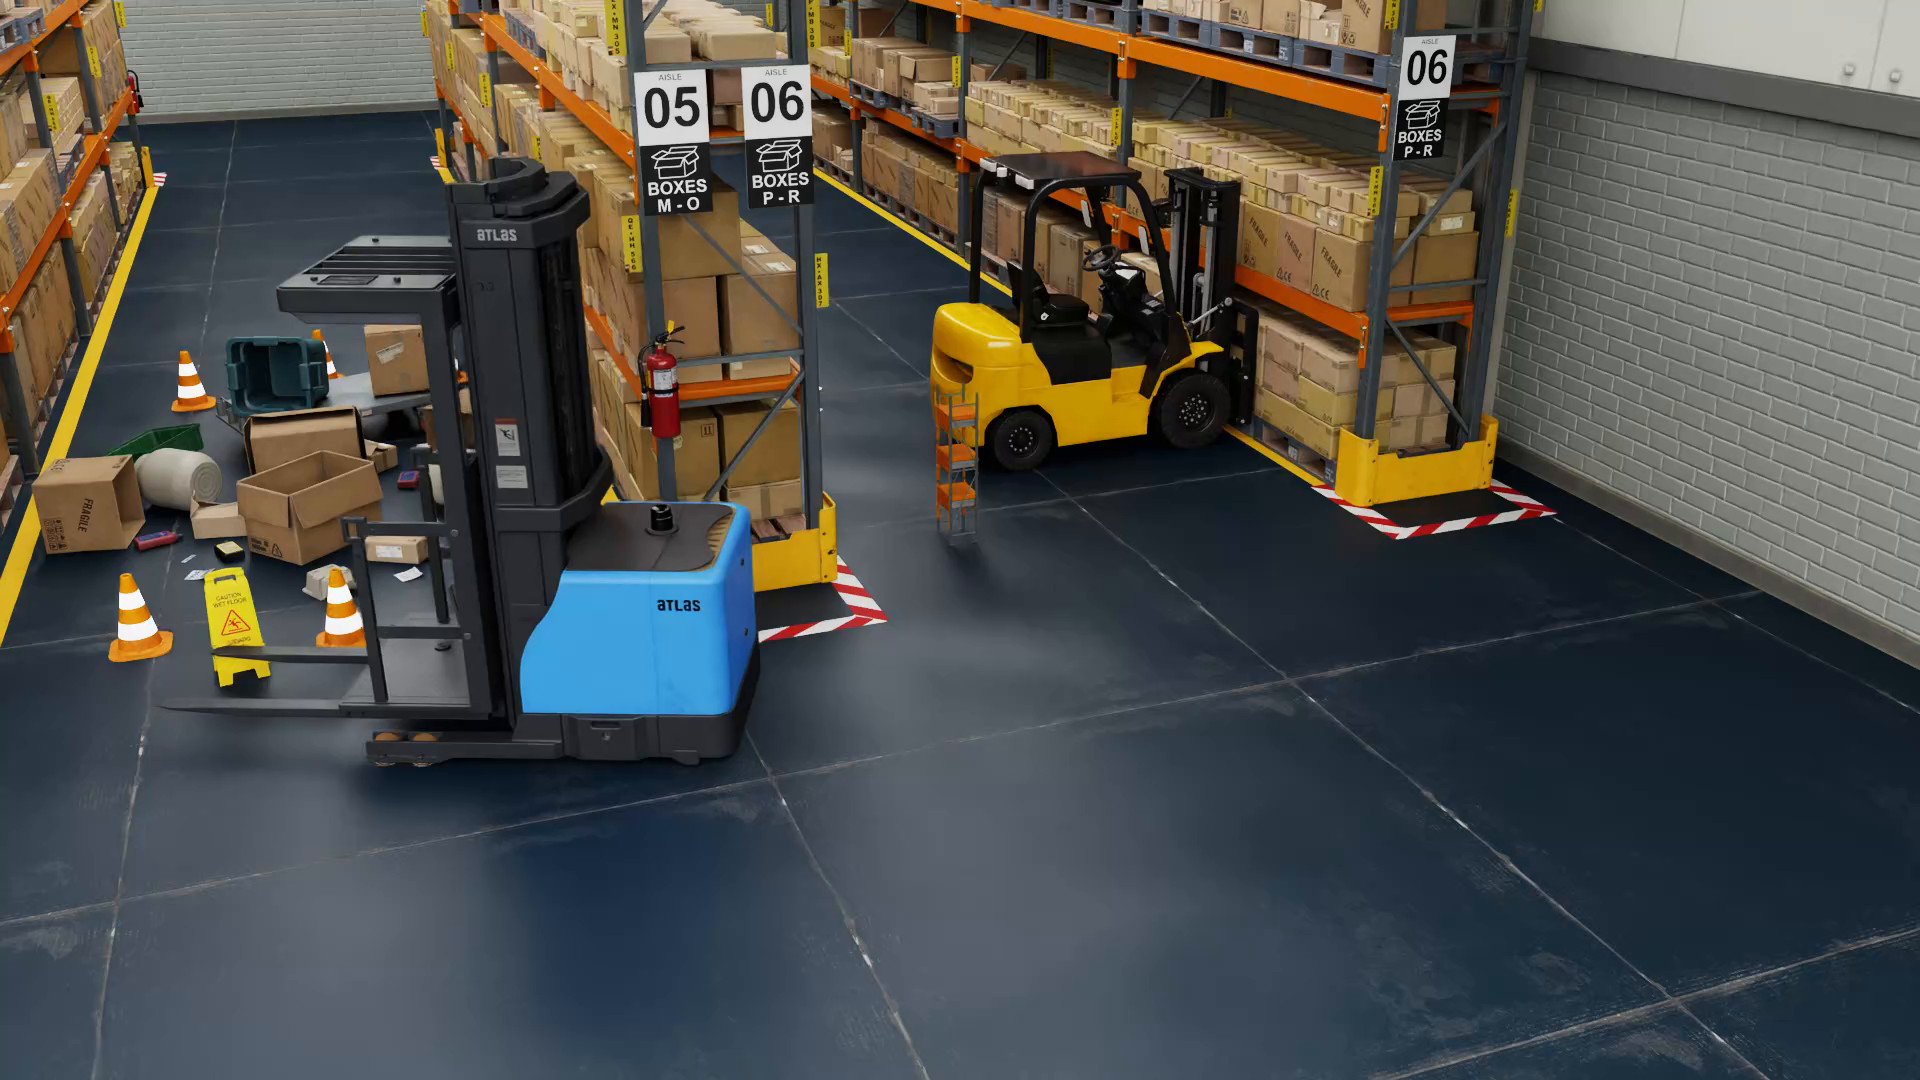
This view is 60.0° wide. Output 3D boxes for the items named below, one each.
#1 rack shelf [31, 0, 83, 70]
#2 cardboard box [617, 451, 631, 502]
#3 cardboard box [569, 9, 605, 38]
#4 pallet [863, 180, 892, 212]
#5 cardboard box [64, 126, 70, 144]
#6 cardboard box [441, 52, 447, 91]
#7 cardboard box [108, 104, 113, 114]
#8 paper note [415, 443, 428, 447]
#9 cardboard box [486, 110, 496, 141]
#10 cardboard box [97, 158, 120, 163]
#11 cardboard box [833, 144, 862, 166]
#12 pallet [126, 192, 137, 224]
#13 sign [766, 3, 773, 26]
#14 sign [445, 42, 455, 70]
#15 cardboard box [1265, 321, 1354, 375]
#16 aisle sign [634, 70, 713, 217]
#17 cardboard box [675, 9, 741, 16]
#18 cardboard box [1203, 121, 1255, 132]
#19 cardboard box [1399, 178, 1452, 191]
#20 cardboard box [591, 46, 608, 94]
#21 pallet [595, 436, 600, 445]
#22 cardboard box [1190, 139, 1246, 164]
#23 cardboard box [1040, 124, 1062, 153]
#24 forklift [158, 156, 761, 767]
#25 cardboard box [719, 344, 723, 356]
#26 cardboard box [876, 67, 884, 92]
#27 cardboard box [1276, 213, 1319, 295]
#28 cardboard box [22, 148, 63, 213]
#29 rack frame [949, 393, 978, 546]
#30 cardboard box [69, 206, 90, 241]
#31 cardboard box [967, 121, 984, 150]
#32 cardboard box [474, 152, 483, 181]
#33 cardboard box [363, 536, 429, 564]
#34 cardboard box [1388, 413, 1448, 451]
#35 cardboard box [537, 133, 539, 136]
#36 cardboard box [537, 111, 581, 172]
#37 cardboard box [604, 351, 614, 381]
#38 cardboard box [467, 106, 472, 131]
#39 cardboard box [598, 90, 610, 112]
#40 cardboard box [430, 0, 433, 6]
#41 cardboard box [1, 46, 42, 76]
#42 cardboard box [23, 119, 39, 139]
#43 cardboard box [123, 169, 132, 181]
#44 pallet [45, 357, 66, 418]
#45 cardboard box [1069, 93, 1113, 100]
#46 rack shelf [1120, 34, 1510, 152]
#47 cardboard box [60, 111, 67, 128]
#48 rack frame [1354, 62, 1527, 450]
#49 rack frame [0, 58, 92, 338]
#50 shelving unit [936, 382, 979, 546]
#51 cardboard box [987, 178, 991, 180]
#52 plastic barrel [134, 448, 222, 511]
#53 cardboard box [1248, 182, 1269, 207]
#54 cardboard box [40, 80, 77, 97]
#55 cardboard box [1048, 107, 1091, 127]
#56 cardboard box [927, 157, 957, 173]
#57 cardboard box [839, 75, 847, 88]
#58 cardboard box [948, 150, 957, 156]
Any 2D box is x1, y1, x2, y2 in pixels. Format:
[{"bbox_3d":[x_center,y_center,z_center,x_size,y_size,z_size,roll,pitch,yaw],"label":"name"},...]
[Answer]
[{"bbox_3d":[-9.475,-5.048,16.430,1.077,0.370,4.000,-8,24,-19],"label":"rack shelf"},{"bbox_3d":[-2.060,-0.453,11.461,0.500,0.250,0.500,-8,24,-19],"label":"cardboard box"},{"bbox_3d":[-2.316,-3.349,10.768,0.380,0.149,0.250,-8,24,-18],"label":"cardboard box"},{"bbox_3d":[-0.621,-4.547,21.767,1.003,0.211,1.213,-8,24,-19],"label":"pallet"},{"bbox_3d":[-9.298,-4.115,16.934,0.380,0.149,0.250,-9,25,-21],"label":"cardboard box"},{"bbox_3d":[-6.538,-6.179,21.919,0.500,0.500,0.500,-8,24,-17],"label":"cardboard box"},{"bbox_3d":[-10.486,-5.228,20.116,0.380,0.149,0.250,-7,24,-17],"label":"cardboard box"},{"bbox_3d":[-4.169,-0.739,12.963,0.148,0.019,0.142,-8,24,-19],"label":"paper note"},{"bbox_3d":[-4.582,-4.289,17.114,0.500,0.250,0.500,-8,24,-19],"label":"cardboard box"},{"bbox_3d":[-10.756,-4.694,20.890,0.380,0.149,0.250,-9,25,-21],"label":"cardboard box"},{"bbox_3d":[-1.542,-5.348,23.056,0.396,0.266,0.258,-7,24,-17],"label":"cardboard box"},{"bbox_3d":[-10.886,-4.122,20.759,1.003,0.211,1.213,-8,24,-19],"label":"pallet"},{"bbox_3d":[-2.864,-7.900,25.018,0.100,0.325,0.005,-8,24,-19],"label":"sign"},{"bbox_3d":[-6.105,-5.799,19.930,0.100,0.325,0.005,-8,24,-19],"label":"sign"},{"bbox_3d":[2.655,-1.459,12.561,0.500,0.250,0.500,-8,24,-18],"label":"cardboard box"},{"bbox_3d":[-1.596,-2.216,9.297,0.394,0.787,0.004,-8,24,-19],"label":"aisle sign"},{"bbox_3d":[-1.628,-3.344,10.757,0.380,0.149,0.250,-8,24,-18],"label":"cardboard box"},{"bbox_3d":[2.328,-3.526,14.408,0.380,0.149,0.250,-9,24,-20],"label":"cardboard box"},{"bbox_3d":[3.341,-2.501,11.975,0.380,0.149,0.250,-7,24,-17],"label":"cardboard box"},{"bbox_3d":[-1.944,-2.864,10.131,0.500,0.250,0.500,-9,24,-20],"label":"cardboard box"},{"bbox_3d":[-2.490,-1.009,13.373,1.003,0.211,1.213,-8,24,-19],"label":"pallet"},{"bbox_3d":[2.105,-3.169,13.560,0.380,0.149,0.250,-9,24,-20],"label":"cardboard box"},{"bbox_3d":[1.106,-3.893,16.173,0.500,0.250,0.500,-8,24,-18],"label":"cardboard box"},{"bbox_3d":[-2.642,-0.396,8.416,3.031,2.935,1.130,1,23,1],"label":"forklift"},{"bbox_3d":[-1.376,-1.206,10.572,0.380,0.149,0.250,-8,24,-18],"label":"cardboard box"},{"bbox_3d":[-0.812,-5.697,20.536,0.396,0.266,0.258,-7,24,-16],"label":"cardboard box"},{"bbox_3d":[2.701,-2.141,12.339,0.500,0.500,0.500,-8,24,-17],"label":"cardboard box"},{"bbox_3d":[-8.358,-3.190,14.828,0.500,0.500,0.500,-8,24,-19],"label":"cardboard box"},{"bbox_3d":[0.024,-0.459,10.987,0.200,1.050,0.008,-8,24,-19],"label":"rack frame"},{"bbox_3d":[-8.965,-3.126,16.517,0.500,0.250,0.500,-9,24,-20],"label":"cardboard box"},{"bbox_3d":[0.397,-4.405,18.033,0.500,0.250,0.500,-8,24,-19],"label":"cardboard box"},{"bbox_3d":[-5.708,-4.696,21.287,0.875,0.438,0.875,-9,24,-20],"label":"cardboard box"},{"bbox_3d":[-3.699,0.035,10.976,0.380,0.149,0.250,4,23,9],"label":"cardboard box"},{"bbox_3d":[3.305,-0.894,12.509,0.500,0.250,0.500,-8,24,-19],"label":"cardboard box"},{"bbox_3d":[-3.138,-3.046,13.563,0.500,0.500,0.500,-9,24,-20],"label":"cardboard box"},{"bbox_3d":[-2.807,-2.988,12.677,0.700,0.500,0.500,-9,24,-20],"label":"cardboard box"},{"bbox_3d":[-2.244,-1.218,11.477,0.380,0.149,0.250,-7,24,-17],"label":"cardboard box"},{"bbox_3d":[-5.327,-4.799,18.966,0.500,0.250,0.500,-9,24,-19],"label":"cardboard box"},{"bbox_3d":[-2.075,-2.810,10.516,0.380,0.149,0.250,-9,24,-19],"label":"cardboard box"},{"bbox_3d":[-6.989,-7.337,22.544,0.380,0.149,0.250,-8,24,-17],"label":"cardboard box"},{"bbox_3d":[-10.600,-5.502,18.642,0.500,0.500,0.500,-9,25,-21],"label":"cardboard box"},{"bbox_3d":[-8.752,-3.819,15.465,0.380,0.149,0.250,-8,24,-19],"label":"cardboard box"},{"bbox_3d":[-10.688,-4.571,20.981,0.380,0.149,0.250,-7,24,-16],"label":"cardboard box"},{"bbox_3d":[-8.133,-1.247,13.936,1.003,0.211,1.213,-8,24,-19],"label":"pallet"},{"bbox_3d":[1.343,-4.477,17.046,0.380,0.149,0.250,-9,24,-20],"label":"cardboard box"},{"bbox_3d":[2.589,-3.540,12.851,1.077,0.370,4.000,-8,24,-19],"label":"rack shelf"},{"bbox_3d":[-9.306,-4.254,16.881,0.380,0.149,0.250,-7,24,-17],"label":"cardboard box"},{"bbox_3d":[3.295,-1.762,11.569,1.000,3.000,0.127,-8,24,-19],"label":"rack frame"},{"bbox_3d":[-8.768,-3.271,15.148,1.000,3.000,0.127,-8,24,-19],"label":"rack frame"},{"bbox_3d":[-0.019,-0.503,11.092,0.215,1.050,0.252,-8,24,-19],"label":"shelving unit"},{"bbox_3d":[0.428,-4.083,19.754,0.500,0.500,0.500,-8,24,-19],"label":"cardboard box"},{"bbox_3d":[-5.519,-0.429,11.722,0.512,0.421,0.421,8,24,18],"label":"plastic barrel"},{"bbox_3d":[2.435,-2.658,12.729,0.380,0.149,0.250,-8,24,-19],"label":"cardboard box"},{"bbox_3d":[-9.761,-4.860,17.934,0.380,0.149,0.250,-9,25,-21],"label":"cardboard box"},{"bbox_3d":[1.075,-4.115,16.186,0.380,0.149,0.250,-8,24,-19],"label":"cardboard box"},{"bbox_3d":[-0.170,-4.453,19.796,0.380,0.149,0.250,-8,24,-17],"label":"cardboard box"},{"bbox_3d":[-1.405,-6.180,22.373,0.380,0.149,0.250,-8,24,-18],"label":"cardboard box"},{"bbox_3d":[0.070,-4.704,20.392,0.380,0.149,0.250,-8,24,-19],"label":"cardboard box"}]
